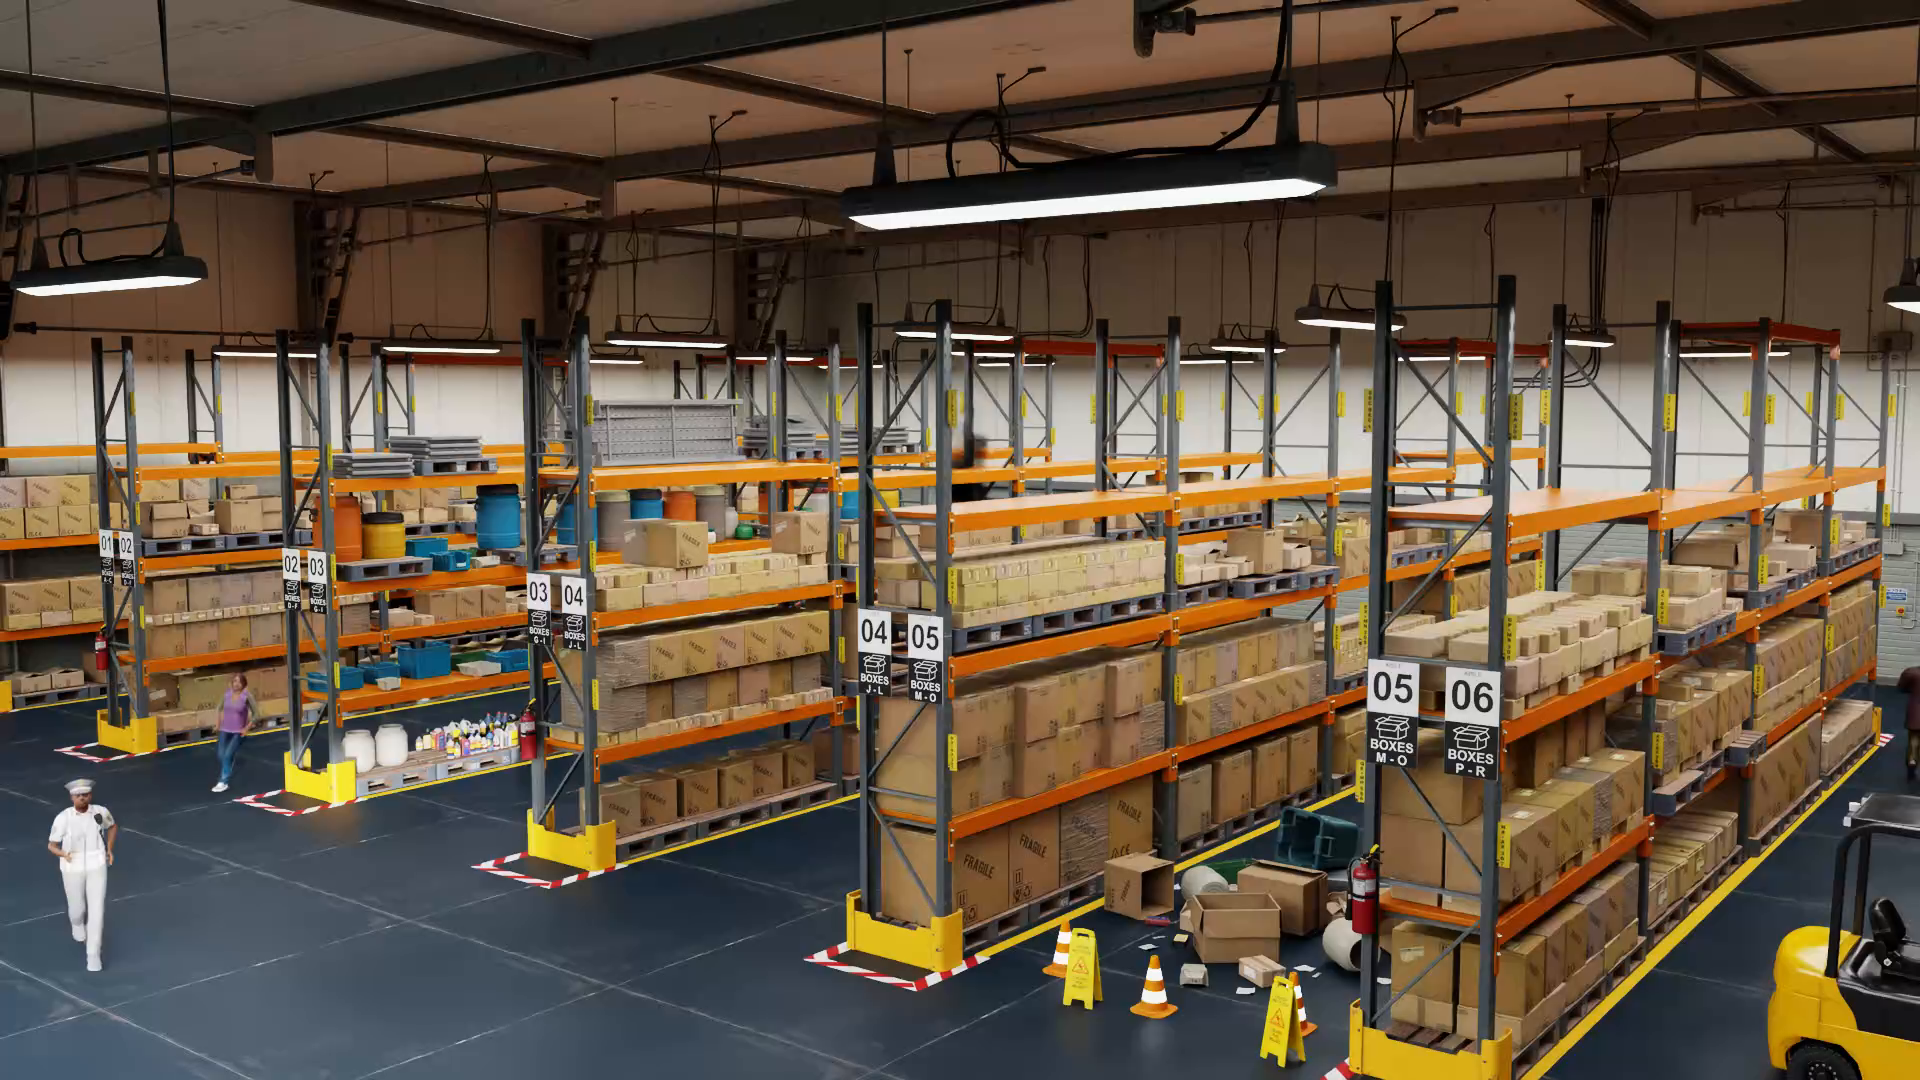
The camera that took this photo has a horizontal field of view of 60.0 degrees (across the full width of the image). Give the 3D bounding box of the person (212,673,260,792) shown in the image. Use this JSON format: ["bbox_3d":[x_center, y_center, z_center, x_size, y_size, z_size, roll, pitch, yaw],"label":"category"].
[{"bbox_3d":[-9.494,2.507,21.824,0.576,1.525,0.529,0,5,-2],"label":"person"}]

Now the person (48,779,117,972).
[{"bbox_3d":[-7.992,3.002,15.187,0.581,1.696,0.892,-3,6,-32],"label":"person"}]

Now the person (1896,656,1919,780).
[{"bbox_3d":[12.850,2.321,22.157,0.704,1.761,1.049,4,6,37],"label":"person"}]
